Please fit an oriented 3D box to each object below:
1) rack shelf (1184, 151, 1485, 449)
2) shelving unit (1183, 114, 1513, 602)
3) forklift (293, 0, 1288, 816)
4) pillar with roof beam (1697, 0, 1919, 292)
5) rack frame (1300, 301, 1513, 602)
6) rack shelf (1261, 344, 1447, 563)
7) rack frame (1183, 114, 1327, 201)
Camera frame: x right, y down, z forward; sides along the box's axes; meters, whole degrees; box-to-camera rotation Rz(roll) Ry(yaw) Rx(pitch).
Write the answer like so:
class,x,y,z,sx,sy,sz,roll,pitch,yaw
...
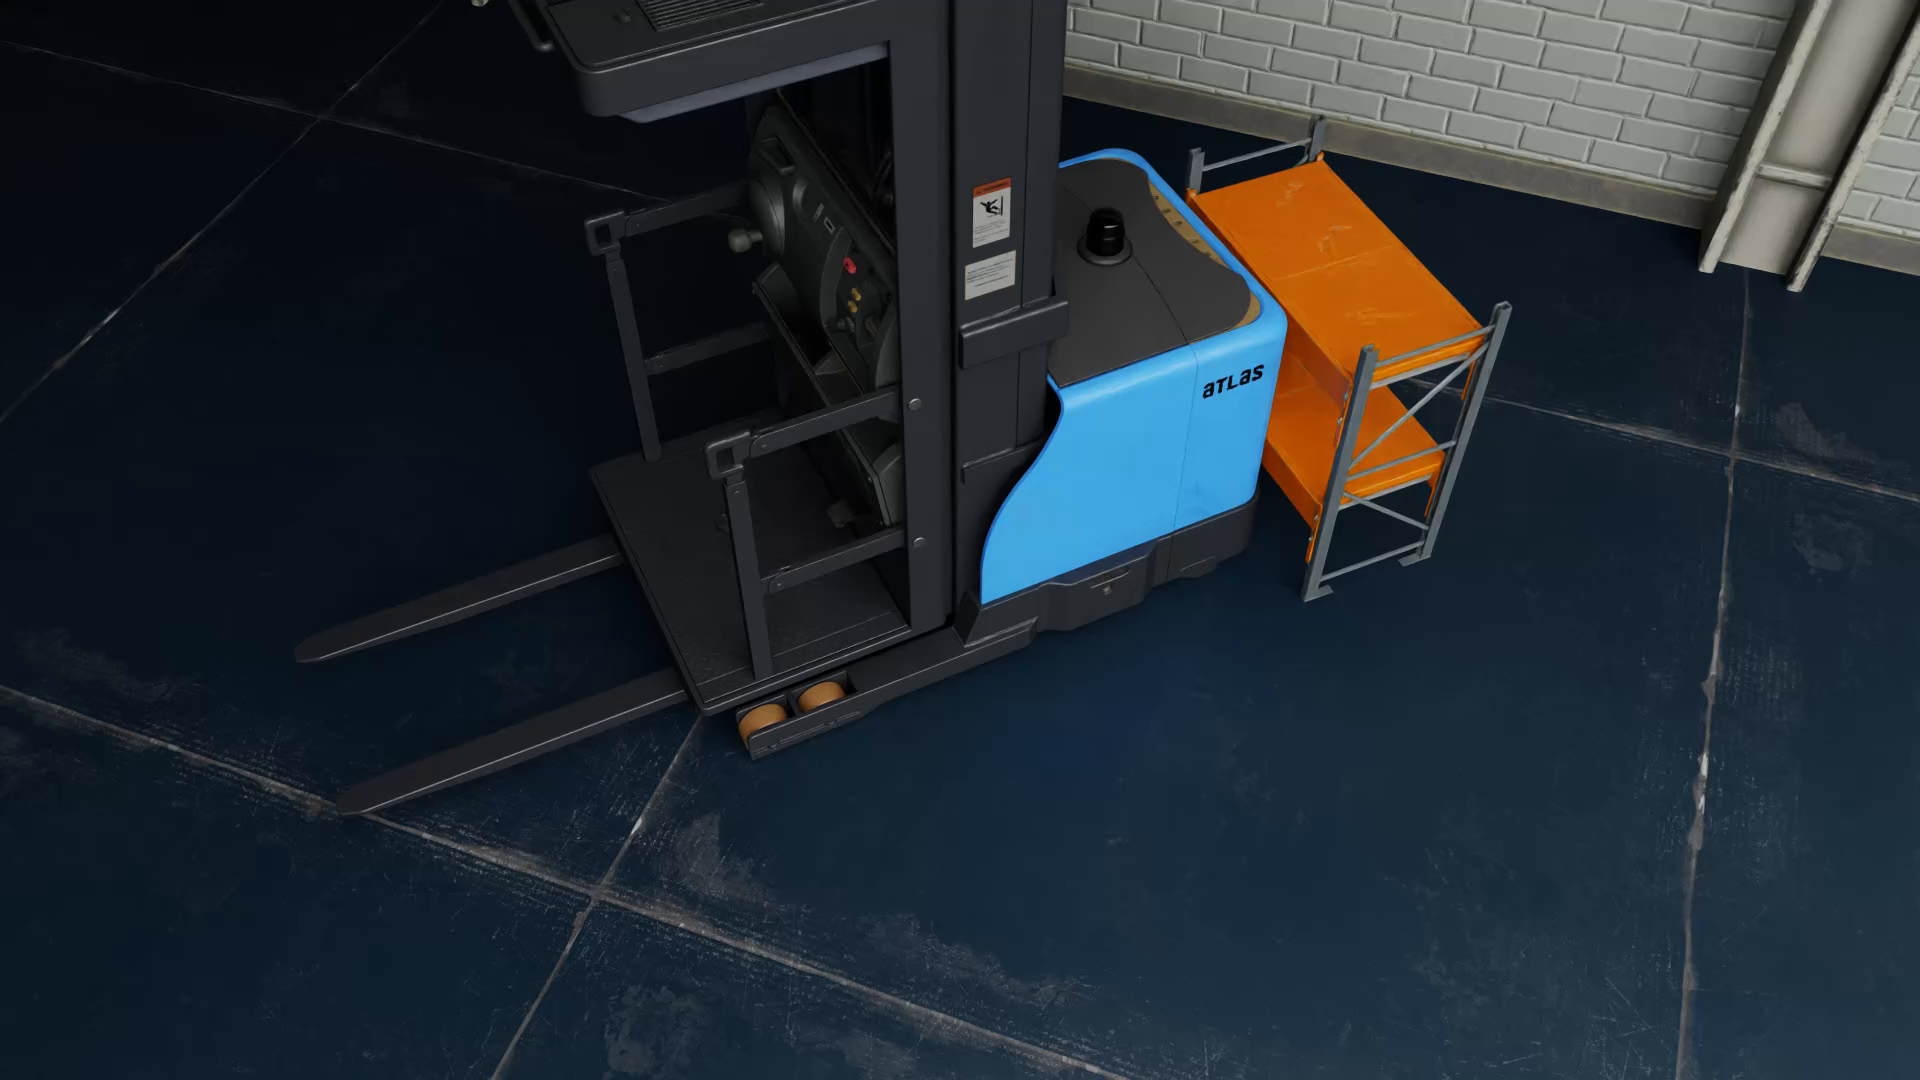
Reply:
class,x,y,z,sx,sy,sz,roll,pitch,yaw
rack shelf,1.174,-0.789,5.302,0.538,0.278,1.000,-18,52,-15
shelving unit,1.174,-0.597,5.523,0.538,1.125,1.048,-18,52,-15
forklift,-0.564,-0.752,4.462,3.031,2.935,1.130,-20,52,-17
pillar with roof beam,1.714,-1.038,0.695,0.400,9.000,9.100,16,51,13
rack frame,1.377,-0.246,5.218,0.500,1.125,0.032,-18,52,-15
rack shelf,1.173,-0.437,5.708,0.538,0.278,1.000,-18,52,-15
rack frame,0.970,-0.949,5.828,0.500,1.125,0.032,-18,52,-15
